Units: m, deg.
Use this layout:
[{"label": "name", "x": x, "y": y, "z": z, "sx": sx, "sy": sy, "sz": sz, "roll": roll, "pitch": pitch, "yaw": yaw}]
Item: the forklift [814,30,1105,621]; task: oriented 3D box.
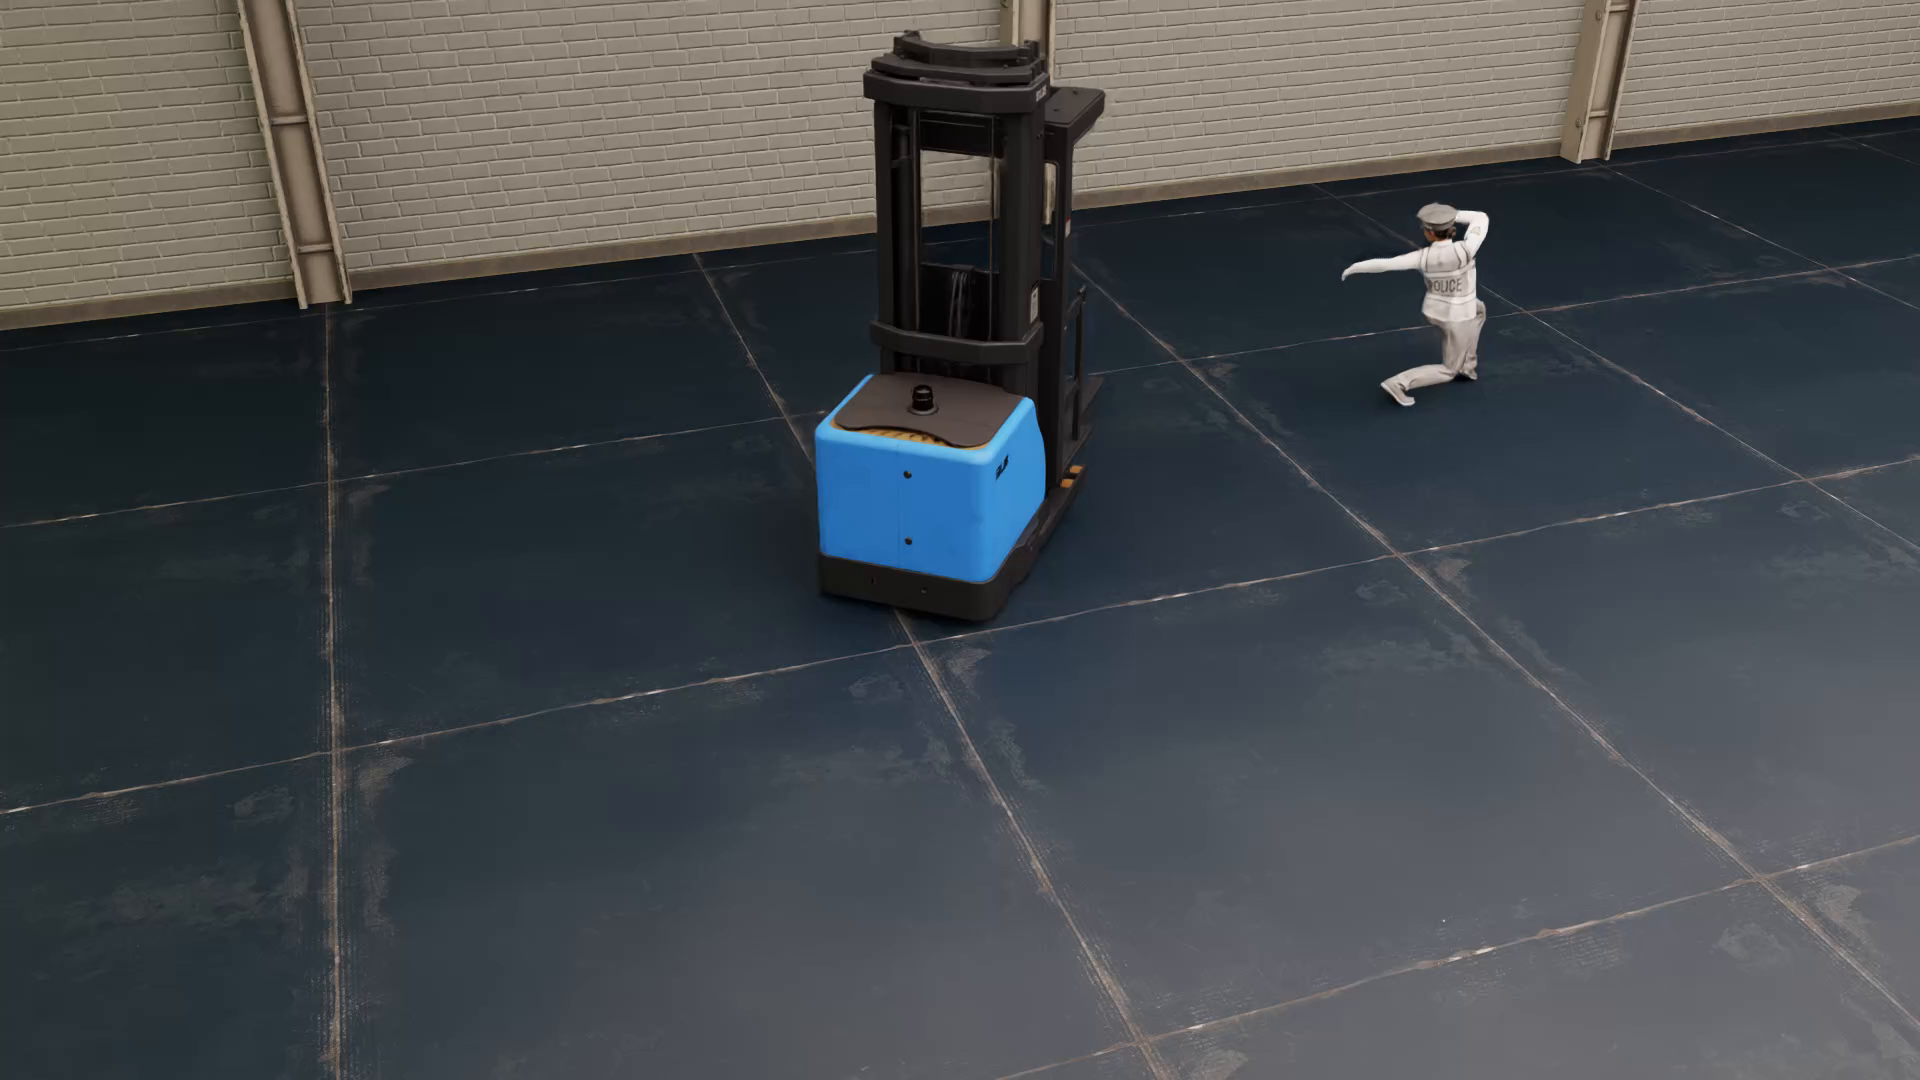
[{"label": "forklift", "x": 0.171, "y": -1.549, "z": 9.780, "sx": 1.130, "sy": 2.935, "sz": 3.031, "roll": 10, "pitch": 31, "yaw": 17}]

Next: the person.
[{"label": "person", "x": 3.236, "y": -1.731, "z": 11.662, "sx": 0.933, "sy": 1.389, "sz": 0.889, "roll": -22, "pitch": 36, "yaw": -33}]
